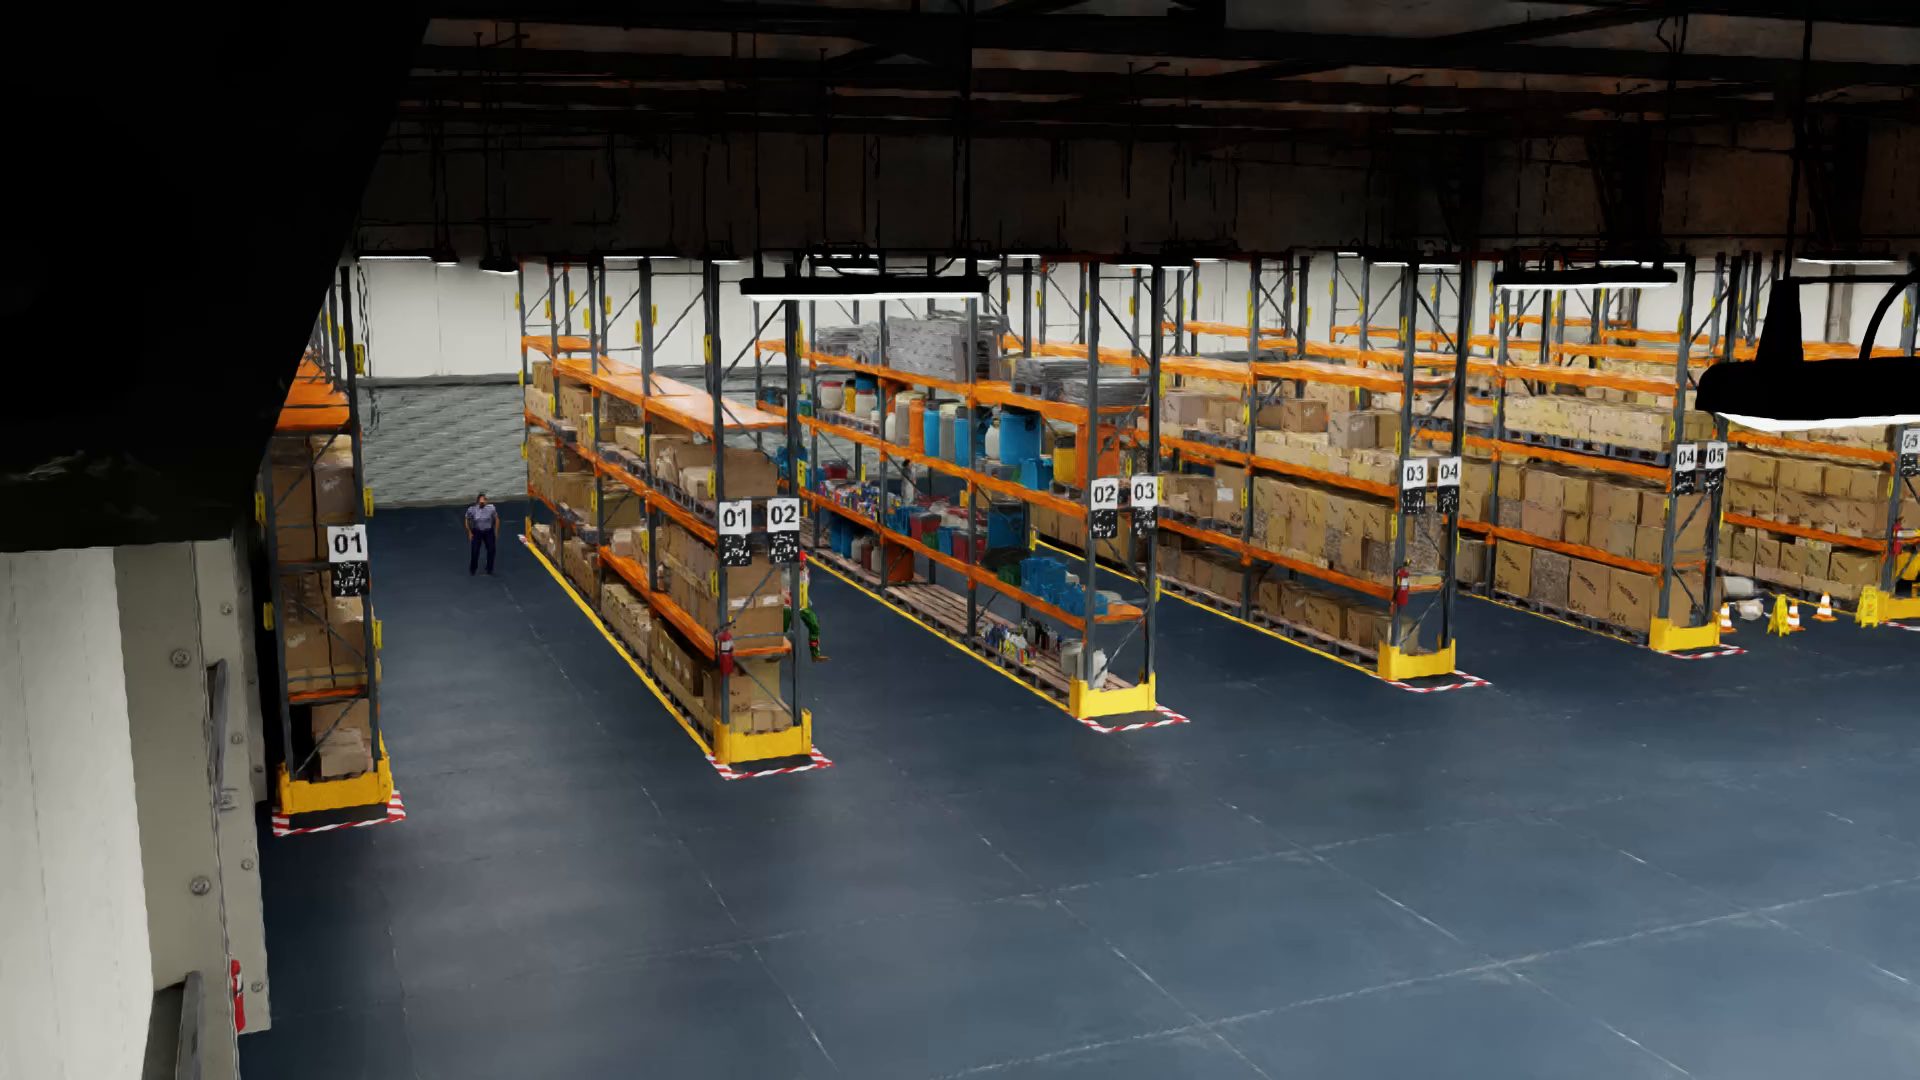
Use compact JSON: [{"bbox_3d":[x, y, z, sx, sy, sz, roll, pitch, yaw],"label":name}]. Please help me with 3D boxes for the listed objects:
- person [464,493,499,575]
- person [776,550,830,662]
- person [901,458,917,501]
[{"bbox_3d":[-8.984,-0.114,31.276,0.625,1.596,0.503,-5,11,-24],"label":"person"},{"bbox_3d":[-2.451,0.978,24.868,0.686,1.716,0.838,-8,13,-38],"label":"person"},{"bbox_3d":[-1.097,-1.057,36.071,0.387,1.673,0.558,-7,12,-33],"label":"person"}]
